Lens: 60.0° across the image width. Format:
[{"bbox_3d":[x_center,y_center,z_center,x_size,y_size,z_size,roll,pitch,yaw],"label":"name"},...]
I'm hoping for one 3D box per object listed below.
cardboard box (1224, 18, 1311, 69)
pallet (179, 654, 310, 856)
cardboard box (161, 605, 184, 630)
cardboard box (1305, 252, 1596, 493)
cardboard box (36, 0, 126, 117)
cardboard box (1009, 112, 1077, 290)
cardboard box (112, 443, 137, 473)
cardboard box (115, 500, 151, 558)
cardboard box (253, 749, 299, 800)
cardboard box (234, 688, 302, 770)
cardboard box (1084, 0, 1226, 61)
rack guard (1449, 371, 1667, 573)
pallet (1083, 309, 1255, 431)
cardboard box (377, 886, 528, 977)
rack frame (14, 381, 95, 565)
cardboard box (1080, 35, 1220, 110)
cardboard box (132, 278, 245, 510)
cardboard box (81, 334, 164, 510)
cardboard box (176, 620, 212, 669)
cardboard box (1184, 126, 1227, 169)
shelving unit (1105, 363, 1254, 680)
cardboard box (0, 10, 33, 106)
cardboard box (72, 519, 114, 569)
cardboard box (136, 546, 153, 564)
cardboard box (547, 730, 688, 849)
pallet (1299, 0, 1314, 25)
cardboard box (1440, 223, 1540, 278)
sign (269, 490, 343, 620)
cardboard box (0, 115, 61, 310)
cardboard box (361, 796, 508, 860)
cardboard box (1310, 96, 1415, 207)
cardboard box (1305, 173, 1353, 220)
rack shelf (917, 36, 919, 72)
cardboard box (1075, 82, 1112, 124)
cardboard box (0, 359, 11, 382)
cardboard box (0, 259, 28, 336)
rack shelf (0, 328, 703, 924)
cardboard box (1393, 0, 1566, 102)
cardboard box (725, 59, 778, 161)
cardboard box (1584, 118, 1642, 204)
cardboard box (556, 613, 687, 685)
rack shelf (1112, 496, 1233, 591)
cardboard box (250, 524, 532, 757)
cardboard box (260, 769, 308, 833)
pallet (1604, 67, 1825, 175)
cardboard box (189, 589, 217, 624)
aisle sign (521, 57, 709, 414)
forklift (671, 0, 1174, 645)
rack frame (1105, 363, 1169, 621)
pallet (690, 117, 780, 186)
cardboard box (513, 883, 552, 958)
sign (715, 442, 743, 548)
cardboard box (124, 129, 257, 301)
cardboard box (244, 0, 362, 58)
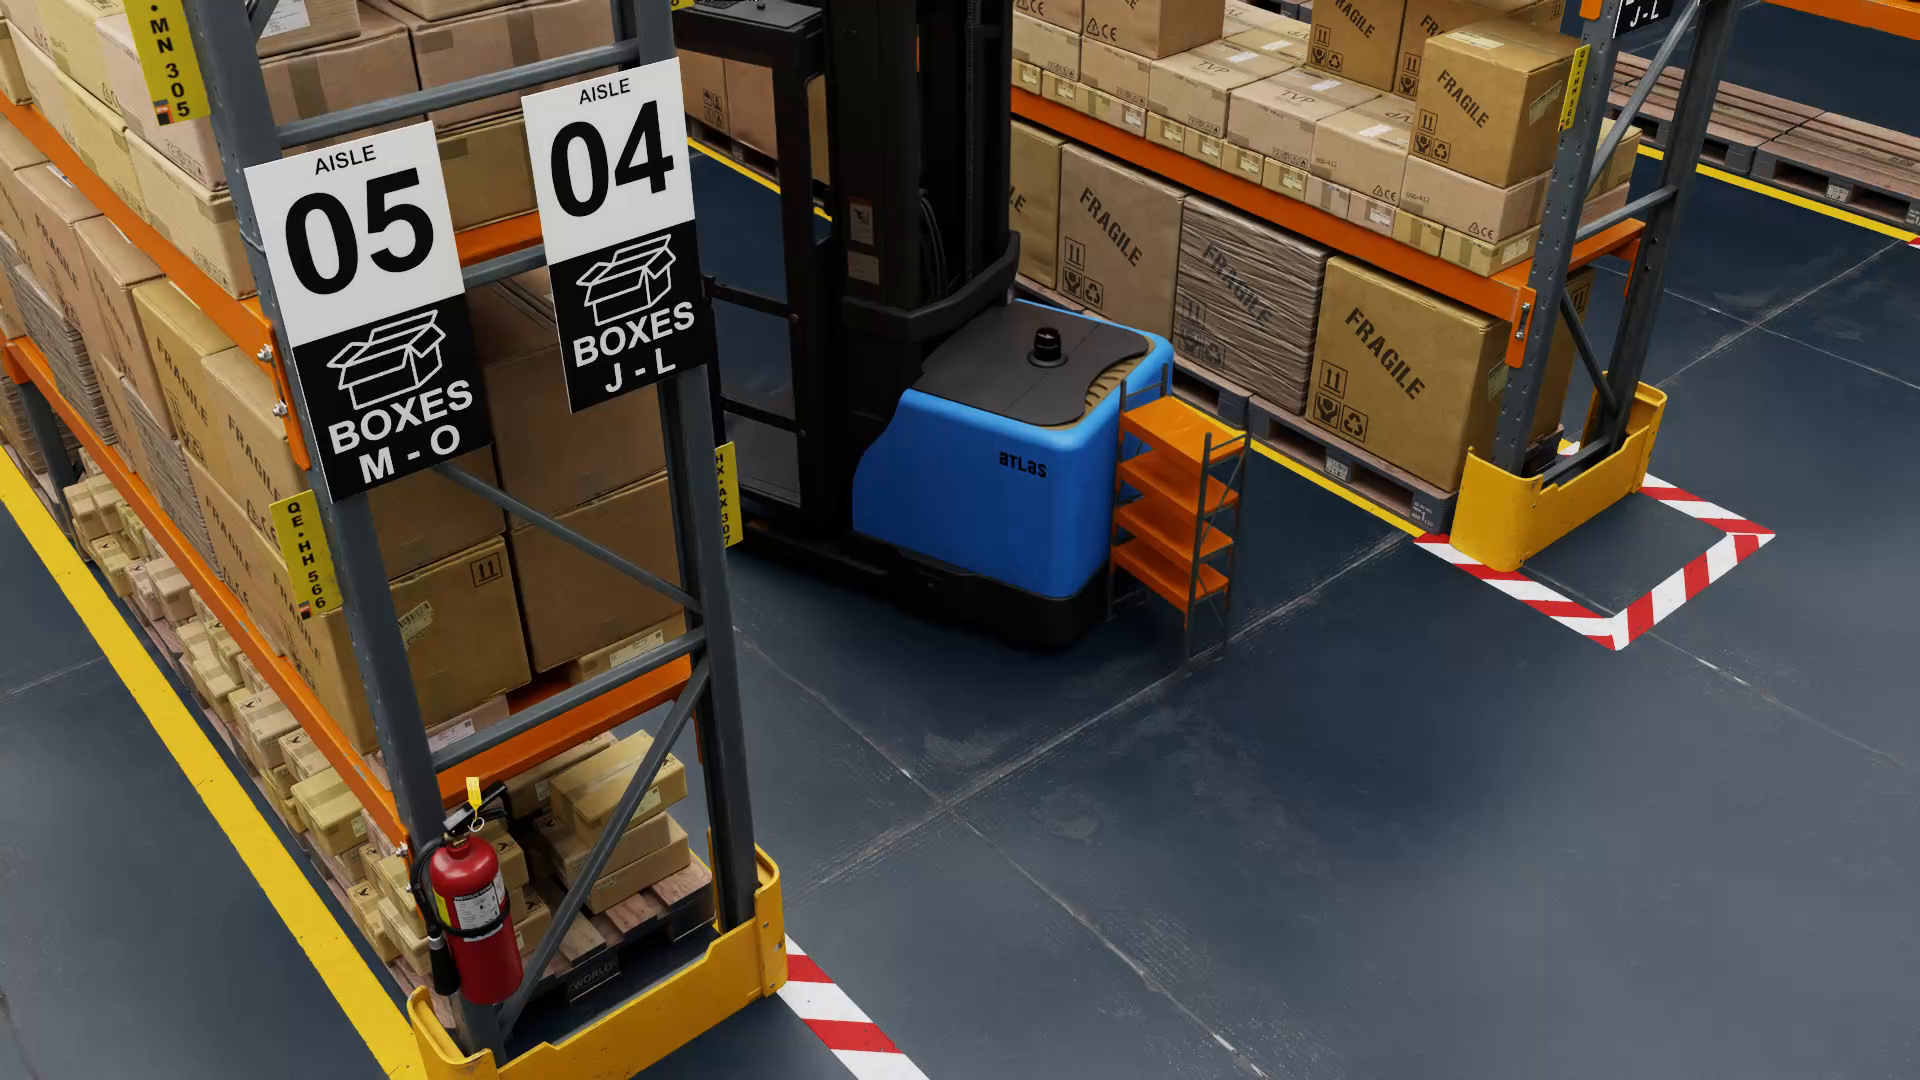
[{"bbox_3d":[1.683,-2.416,8.438,0.500,0.250,0.500,-27,43,-33],"label":"cardboard box"},{"bbox_3d":[-2.395,0.635,6.671,1.003,0.211,1.213,-26,43,-32],"label":"pallet"},{"bbox_3d":[-3.083,0.249,6.907,0.380,0.149,0.250,-27,43,-33],"label":"cardboard box"},{"bbox_3d":[2.315,-0.922,7.931,0.875,0.875,0.875,-26,43,-32],"label":"cardboard box"},{"bbox_3d":[-1.888,-1.260,4.036,0.500,0.250,0.500,-27,44,-33],"label":"cardboard box"},{"bbox_3d":[0.572,-2.114,9.614,0.875,0.875,0.875,-26,43,-32],"label":"cardboard box"},{"bbox_3d":[-2.827,-0.412,5.954,0.380,0.149,0.250,-24,42,-30],"label":"cardboard box"},{"bbox_3d":[-3.249,-0.110,6.898,0.380,0.149,0.250,-27,43,-32],"label":"cardboard box"},{"bbox_3d":[-2.305,0.732,5.967,0.380,0.149,0.250,-25,42,-31],"label":"cardboard box"},{"bbox_3d":[-2.317,0.616,5.874,0.380,0.149,0.250,-24,42,-30],"label":"cardboard box"},{"bbox_3d":[0.973,-2.742,8.249,0.500,0.500,0.500,-28,44,-33],"label":"cardboard box"},{"bbox_3d":[2.804,-0.334,7.789,1.175,0.500,0.348,-26,43,-32],"label":"rack guard"},{"bbox_3d":[1.430,-1.089,9.105,1.003,0.211,1.213,-26,43,-32],"label":"pallet"},{"bbox_3d":[-1.624,1.185,5.328,0.380,0.149,0.250,-27,44,-33],"label":"cardboard box"},{"bbox_3d":[-3.646,-1.325,7.026,1.000,3.000,0.127,-26,43,-32],"label":"rack frame"},{"bbox_3d":[0.967,-2.438,8.469,0.500,0.250,0.500,-25,42,-31],"label":"cardboard box"},{"bbox_3d":[-1.877,-0.462,4.599,0.500,0.500,0.500,-28,44,-33],"label":"cardboard box"},{"bbox_3d":[-2.529,-0.497,5.513,0.500,0.500,0.500,-24,42,-30],"label":"cardboard box"},{"bbox_3d":[-2.794,0.383,6.460,0.380,0.149,0.250,-26,43,-32],"label":"cardboard box"},{"bbox_3d":[1.321,-1.971,8.156,0.380,0.149,0.250,-25,42,-31],"label":"cardboard box"},{"bbox_3d":[0.879,-0.065,6.803,0.258,1.200,0.503,-23,41,-29],"label":"shelving unit"},{"bbox_3d":[-2.564,-1.498,4.805,0.500,0.250,0.500,-24,42,-30],"label":"cardboard box"},{"bbox_3d":[-3.657,-0.053,7.332,0.380,0.149,0.250,-28,44,-34],"label":"cardboard box"},{"bbox_3d":[-3.240,-0.003,7.005,0.380,0.149,0.250,-26,43,-32],"label":"cardboard box"},{"bbox_3d":[-1.144,0.832,5.569,0.380,0.149,0.250,-28,44,-34],"label":"cardboard box"},{"bbox_3d":[3.525,-4.196,13.492,1.003,0.211,1.213,-26,43,-32],"label":"pallet"},{"bbox_3d":[2.308,-1.296,7.203,0.380,0.149,0.250,-25,42,-31],"label":"cardboard box"},{"bbox_3d":[-1.502,0.037,3.827,0.100,0.325,0.005,-26,43,-32],"label":"sign"},{"bbox_3d":[-2.894,-1.148,5.567,0.500,0.500,0.500,-25,42,-31],"label":"cardboard box"},{"bbox_3d":[-1.719,0.918,5.446,0.380,0.149,0.250,-25,42,-31],"label":"cardboard box"},{"bbox_3d":[1.947,-1.764,7.518,0.500,0.250,0.500,-27,43,-33],"label":"cardboard box"},{"bbox_3d":[1.816,-1.633,7.678,0.380,0.149,0.250,-25,42,-31],"label":"cardboard box"},{"bbox_3d":[-1.083,-3.720,11.030,1.077,0.370,4.000,-26,43,-32],"label":"rack shelf"},{"bbox_3d":[0.821,-2.313,8.638,0.380,0.149,0.250,-27,43,-32],"label":"cardboard box"},{"bbox_3d":[-4.320,-1.017,7.741,0.500,0.250,0.500,-27,44,-33],"label":"cardboard box"},{"bbox_3d":[-3.519,-1.175,6.470,0.500,0.500,0.500,-27,43,-33],"label":"cardboard box"},{"bbox_3d":[-2.356,-0.149,5.987,1.077,0.370,4.000,-26,43,-32],"label":"rack shelf"},{"bbox_3d":[2.363,-2.264,7.575,0.500,0.500,0.500,-27,43,-33],"label":"cardboard box"},{"bbox_3d":[-0.798,-3.104,11.013,1.225,0.875,0.875,-28,44,-33],"label":"cardboard box"},{"bbox_3d":[2.685,-1.737,7.480,0.500,0.250,0.500,-27,43,-33],"label":"cardboard box"},{"bbox_3d":[-1.024,0.278,4.980,0.380,0.149,0.250,-26,43,-32],"label":"cardboard box"},{"bbox_3d":[0.879,-0.010,6.842,0.258,0.148,0.480,-23,41,-29],"label":"rack shelf"},{"bbox_3d":[-1.552,0.176,4.562,0.500,0.500,0.500,-25,42,-31],"label":"cardboard box"},{"bbox_3d":[-2.294,0.860,6.043,0.380,0.149,0.250,-28,44,-34],"label":"cardboard box"},{"bbox_3d":[5.287,-2.991,11.790,1.003,0.211,1.213,-26,43,-32],"label":"pallet"},{"bbox_3d":[-2.723,0.229,6.419,0.380,0.149,0.250,-28,44,-34],"label":"cardboard box"},{"bbox_3d":[-0.789,-0.700,3.893,0.394,0.787,0.004,-26,43,-32],"label":"aisle sign"},{"bbox_3d":[-0.603,-1.373,7.153,3.031,2.935,1.130,19,39,24],"label":"forklift"},{"bbox_3d":[0.736,-0.179,6.965,0.240,1.200,0.015,-23,41,-29],"label":"rack frame"},{"bbox_3d":[-1.139,-2.844,11.583,1.003,0.211,1.213,-26,43,-32],"label":"pallet"},{"bbox_3d":[-1.564,1.278,5.453,0.380,0.149,0.250,-25,42,-31],"label":"cardboard box"},{"bbox_3d":[-0.651,-0.115,4.568,0.100,0.325,0.005,-26,43,-32],"label":"sign"},{"bbox_3d":[-1.561,-0.824,3.853,0.500,0.250,0.500,-27,43,-33],"label":"cardboard box"},{"bbox_3d":[-1.504,-1.126,3.502,0.380,0.149,0.250,-26,43,-32],"label":"cardboard box"}]
